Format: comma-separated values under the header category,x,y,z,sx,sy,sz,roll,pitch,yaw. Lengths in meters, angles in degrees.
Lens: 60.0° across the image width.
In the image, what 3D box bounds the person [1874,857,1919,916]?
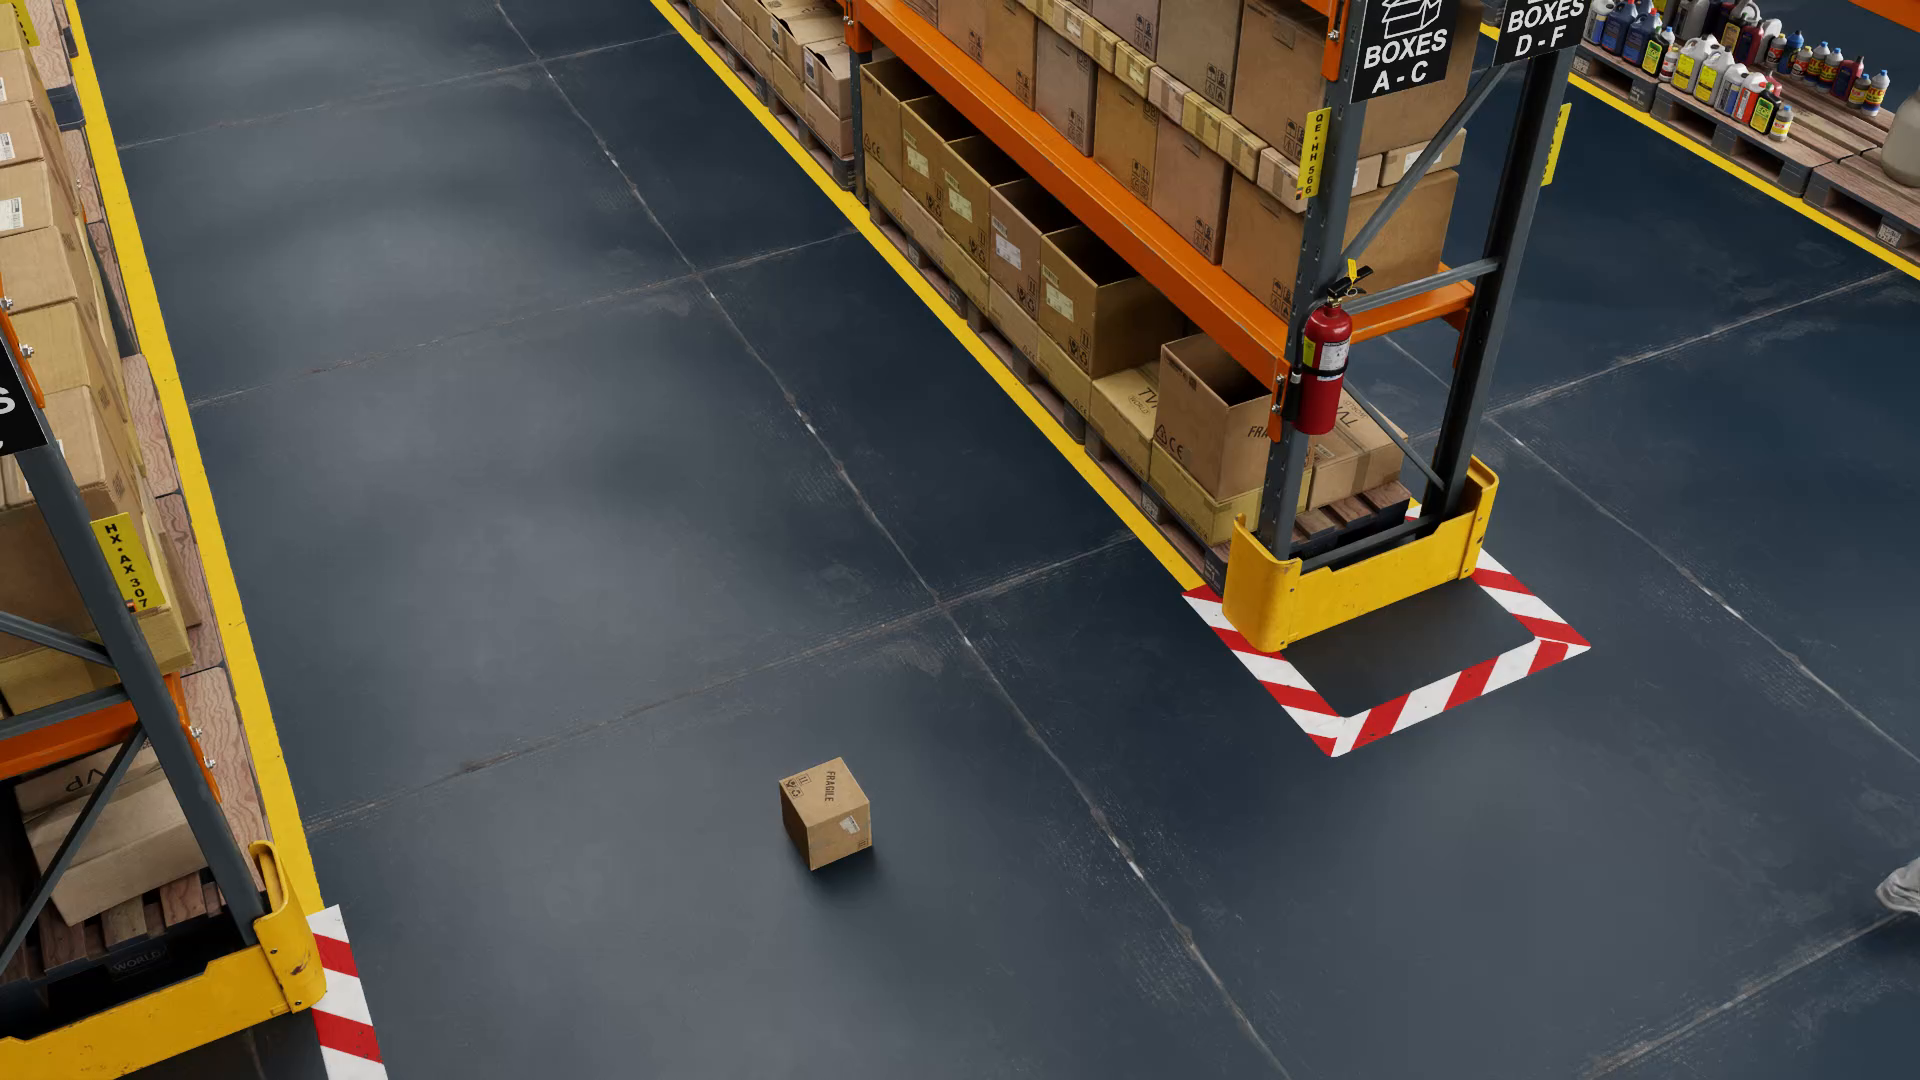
category,x,y,z,sx,sy,sz,roll,pitch,yaw
person,3.711,0.768,5.264,1.002,1.728,0.577,6,41,6
